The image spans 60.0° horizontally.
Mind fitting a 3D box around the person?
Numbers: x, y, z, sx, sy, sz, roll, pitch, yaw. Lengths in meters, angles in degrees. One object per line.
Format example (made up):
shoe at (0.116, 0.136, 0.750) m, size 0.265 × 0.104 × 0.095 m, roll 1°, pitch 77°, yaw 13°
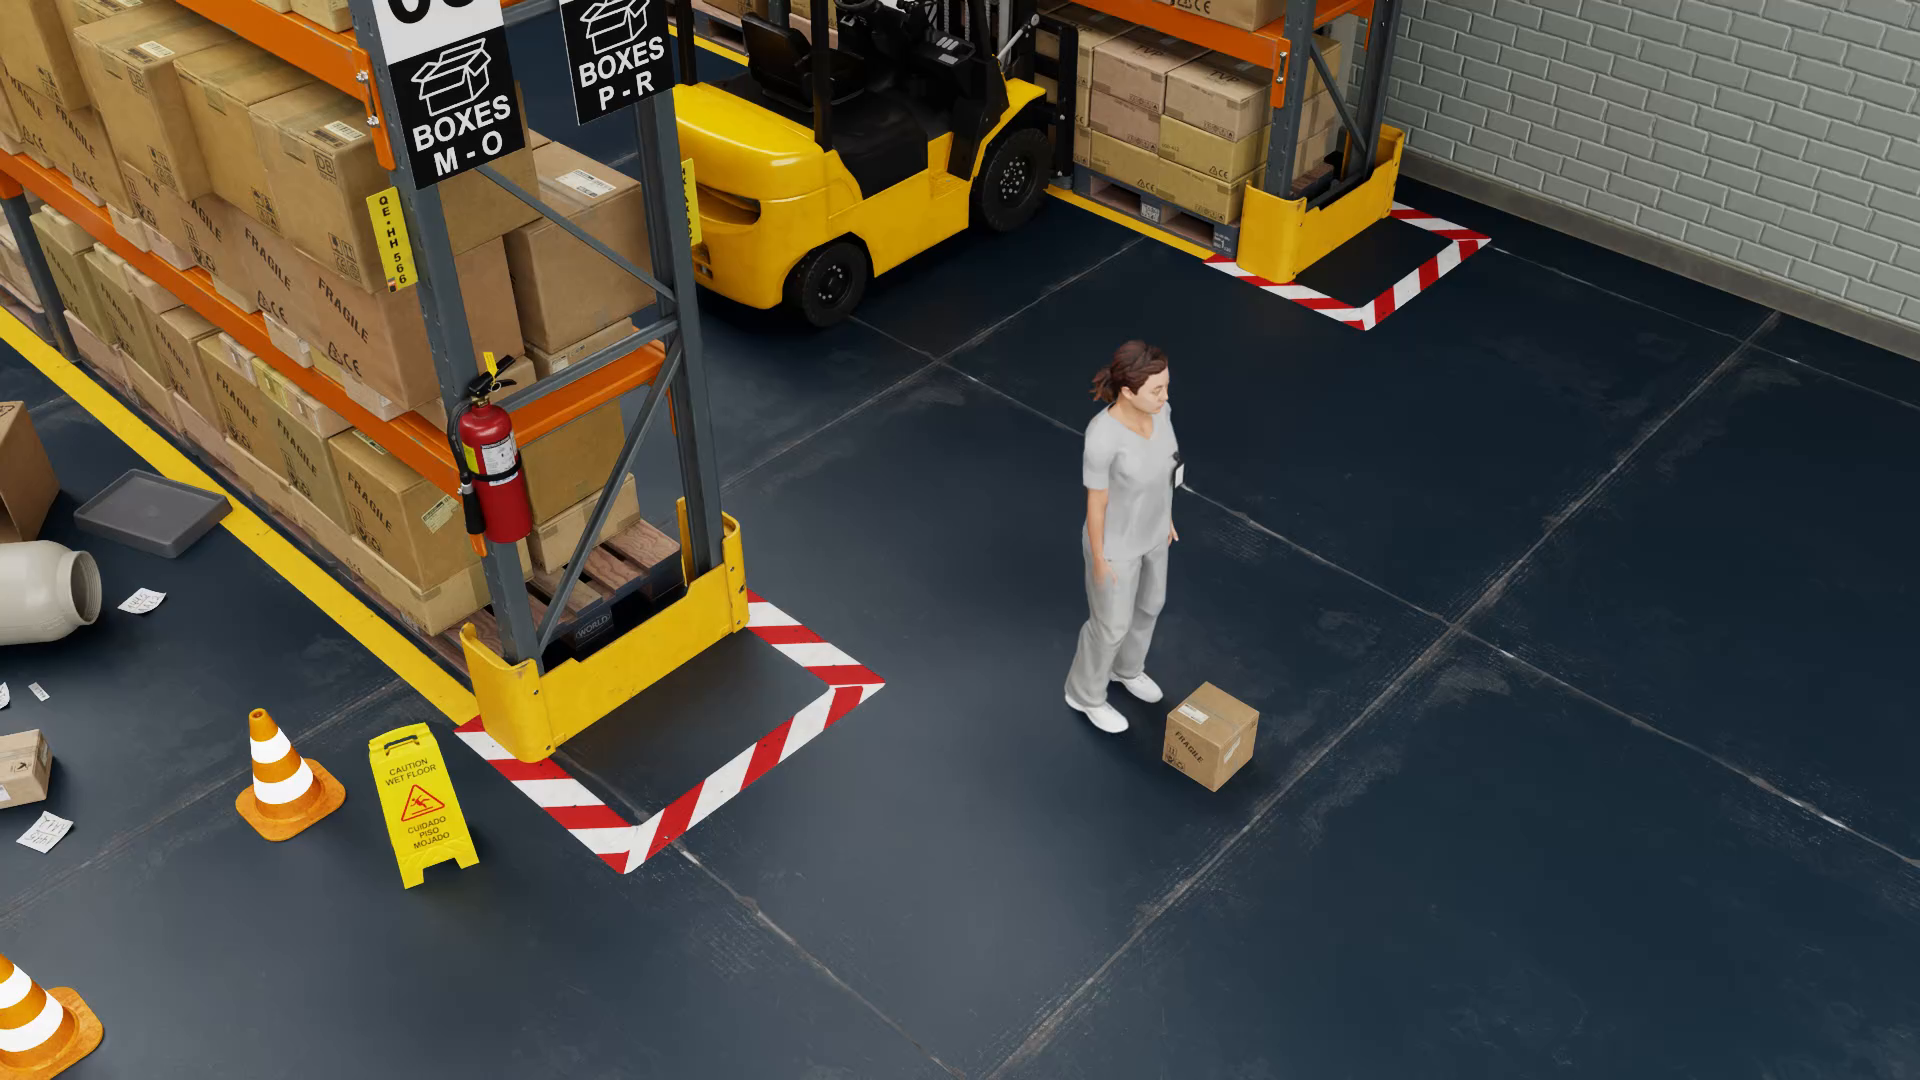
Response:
person at (0.617, -0.018, 6.188) m, size 0.360 × 1.675 × 0.444 m, roll 31°, pitch 49°, yaw 32°
